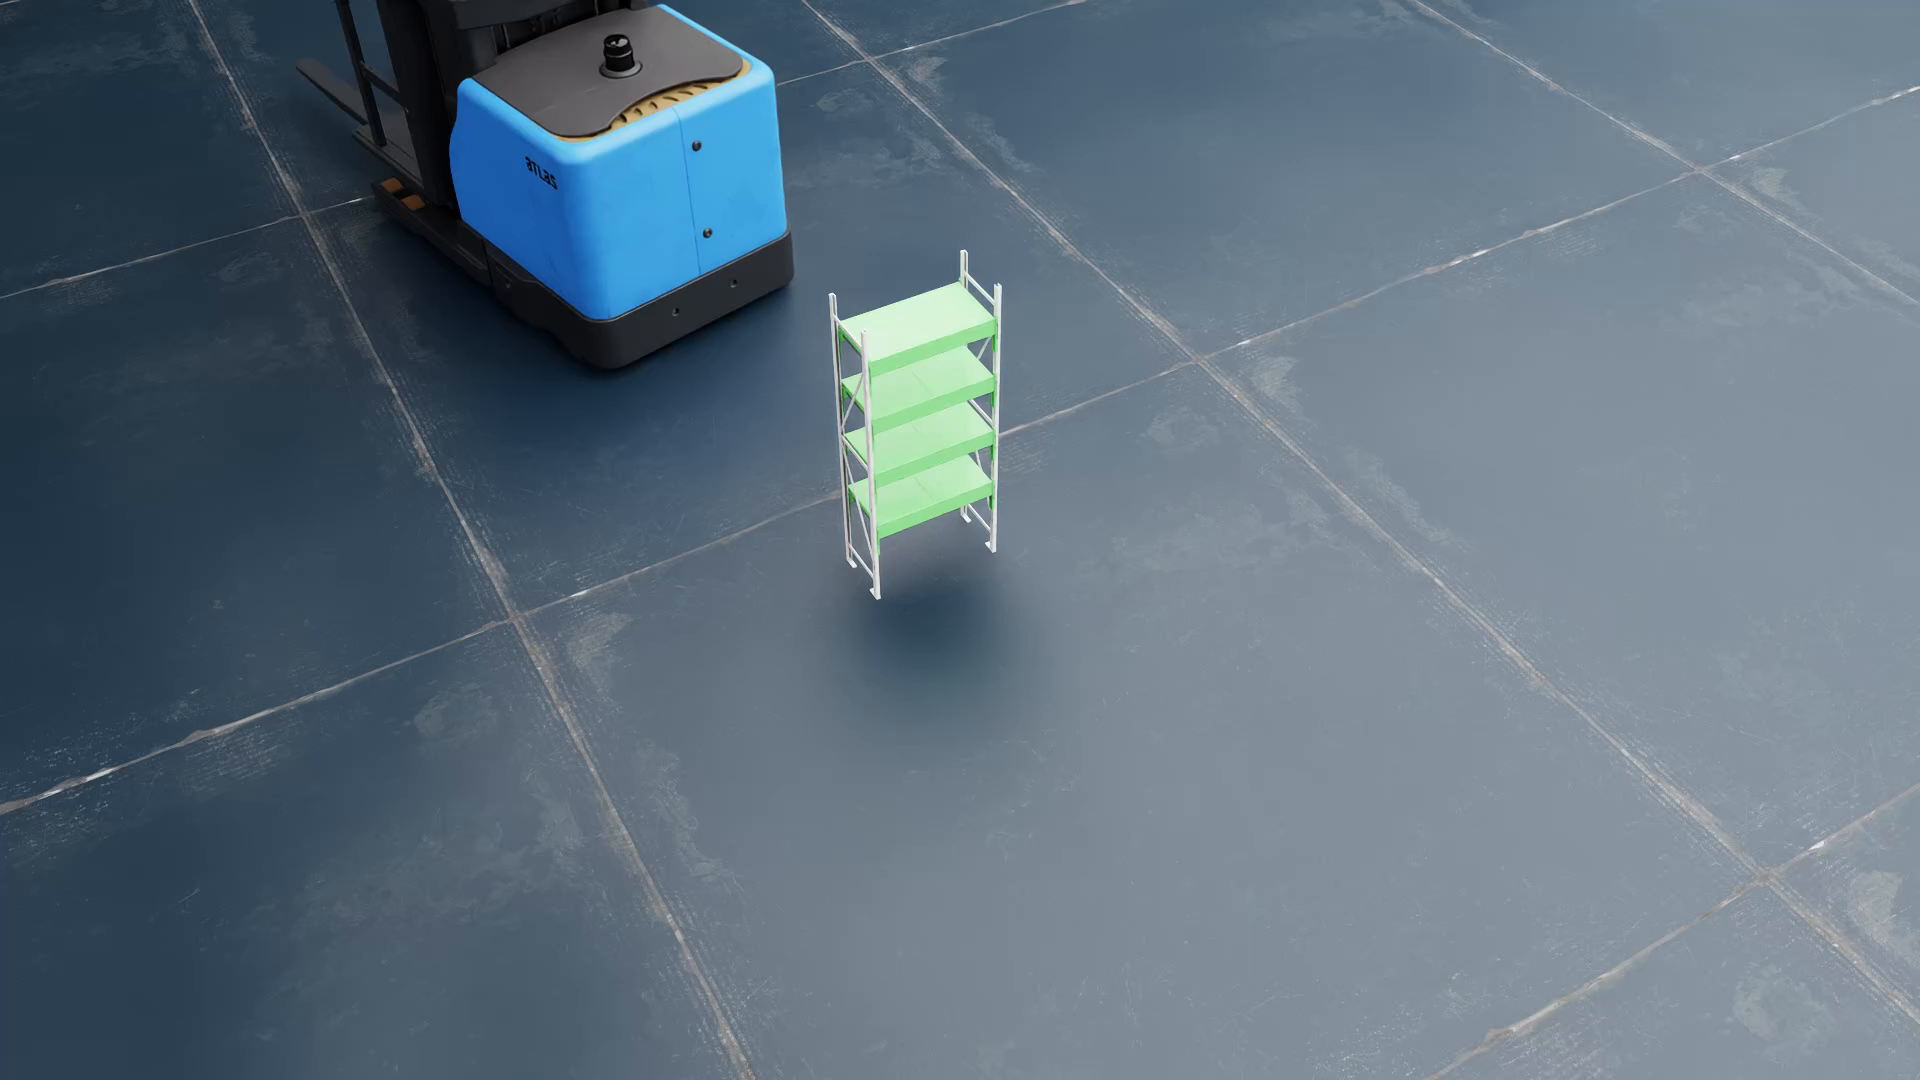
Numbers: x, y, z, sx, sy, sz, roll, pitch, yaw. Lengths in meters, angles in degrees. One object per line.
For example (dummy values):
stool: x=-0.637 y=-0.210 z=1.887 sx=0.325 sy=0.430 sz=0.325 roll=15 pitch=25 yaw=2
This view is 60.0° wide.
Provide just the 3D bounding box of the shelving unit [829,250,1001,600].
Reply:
shelving unit: x=-0.144 y=-0.373 z=5.773 sx=0.503 sy=1.200 sz=0.258 roll=-22 pitch=48 yaw=-21

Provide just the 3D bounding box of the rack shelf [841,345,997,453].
rack shelf: x=-0.144 y=-0.500 z=5.650 sx=0.480 sy=0.148 sz=0.258 roll=-22 pitch=48 yaw=-21

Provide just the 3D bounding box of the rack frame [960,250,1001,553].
rack frame: x=0.068 y=-0.458 z=5.860 sx=0.015 sy=1.200 sz=0.240 roll=-22 pitch=48 yaw=-21

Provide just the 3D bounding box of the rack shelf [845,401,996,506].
rack shelf: x=-0.144 y=-0.327 z=5.817 sx=0.480 sy=0.148 sz=0.258 roll=-22 pitch=48 yaw=-21

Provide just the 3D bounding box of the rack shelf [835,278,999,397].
rack shelf: x=-0.144 y=-0.672 z=5.483 sx=0.480 sy=0.148 sz=0.258 roll=-22 pitch=48 yaw=-21

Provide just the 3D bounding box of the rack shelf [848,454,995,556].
rack shelf: x=-0.144 y=-0.155 z=5.985 sx=0.480 sy=0.148 sz=0.258 roll=-22 pitch=48 yaw=-21

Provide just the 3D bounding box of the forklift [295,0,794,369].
forklift: x=-2.101 y=-2.699 z=6.926 sx=1.130 sy=2.935 sz=3.031 roll=-33 pitch=53 yaw=-29

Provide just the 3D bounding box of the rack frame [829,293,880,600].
rack frame: x=-0.355 y=-0.288 z=5.686 sx=0.015 sy=1.200 sz=0.240 roll=-22 pitch=48 yaw=-21
